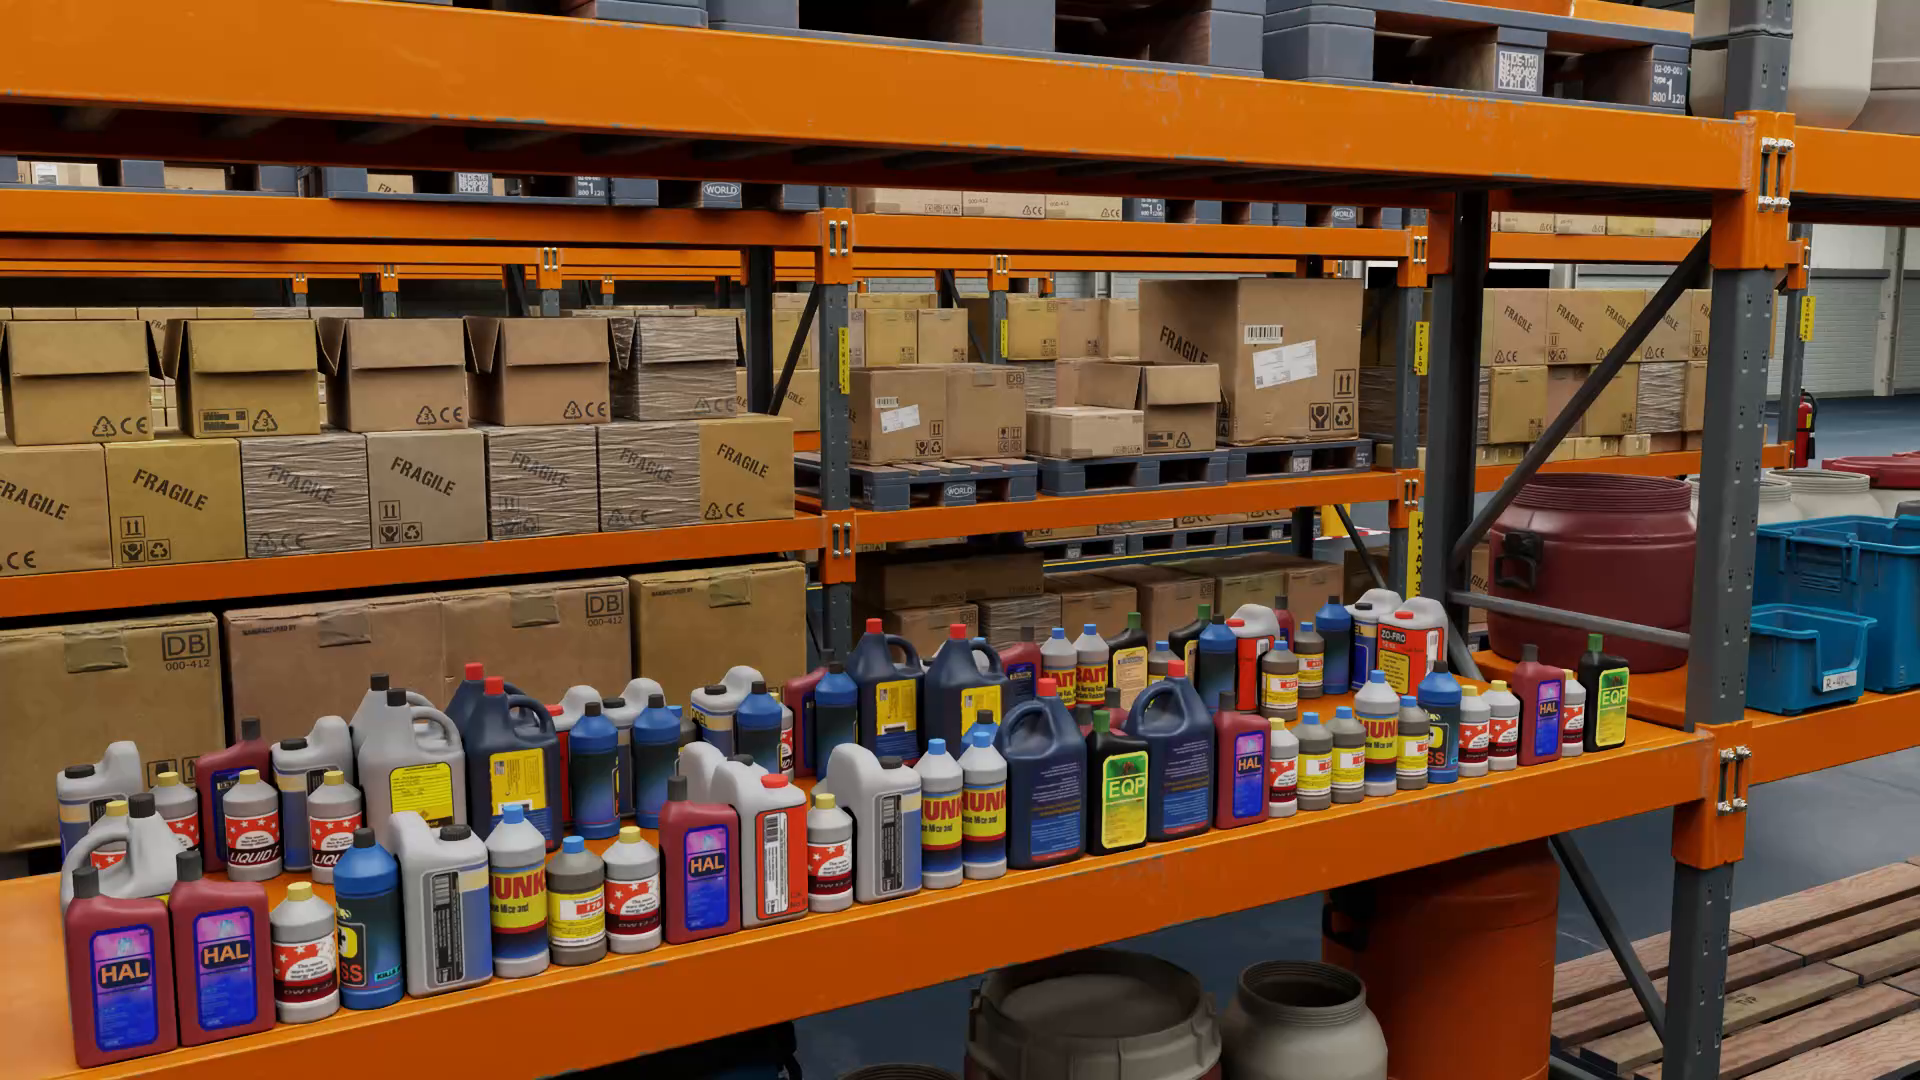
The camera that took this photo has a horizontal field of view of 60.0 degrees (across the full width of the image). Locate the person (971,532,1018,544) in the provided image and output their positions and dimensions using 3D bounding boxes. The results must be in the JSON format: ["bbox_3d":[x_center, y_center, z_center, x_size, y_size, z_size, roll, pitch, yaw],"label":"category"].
[{"bbox_3d":[0.226,-0.174,12.132,0.339,1.639,0.474,-5,10,-30],"label":"person"}]
